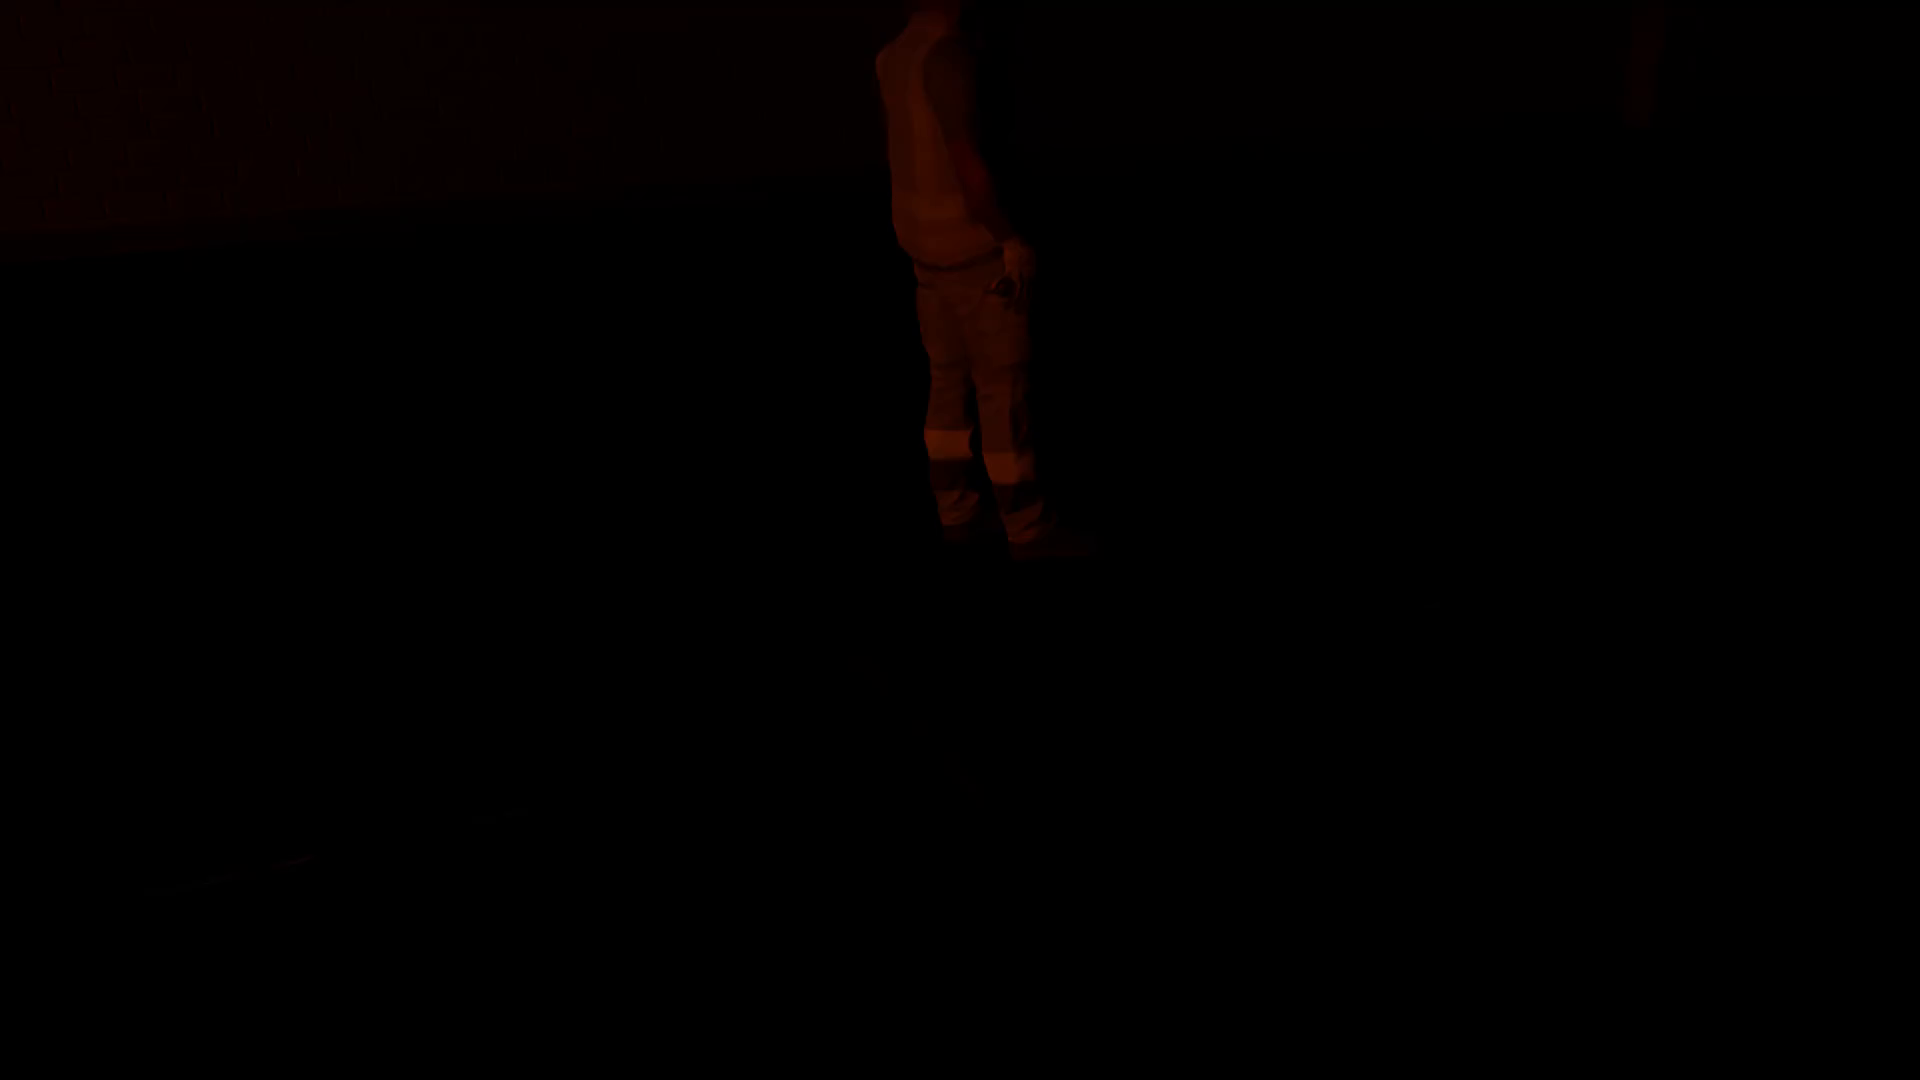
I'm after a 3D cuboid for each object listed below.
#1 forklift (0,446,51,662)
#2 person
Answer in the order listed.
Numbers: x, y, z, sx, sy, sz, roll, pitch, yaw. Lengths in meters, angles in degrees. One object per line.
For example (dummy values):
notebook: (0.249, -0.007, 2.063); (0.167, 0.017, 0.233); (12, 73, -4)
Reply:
forklift: (-3.746, -0.749, 3.090); (1.130, 2.935, 3.031); (21, 30, 41)
person: (0.078, -0.842, 4.783); (0.563, 1.787, 0.637); (-10, 25, -23)
